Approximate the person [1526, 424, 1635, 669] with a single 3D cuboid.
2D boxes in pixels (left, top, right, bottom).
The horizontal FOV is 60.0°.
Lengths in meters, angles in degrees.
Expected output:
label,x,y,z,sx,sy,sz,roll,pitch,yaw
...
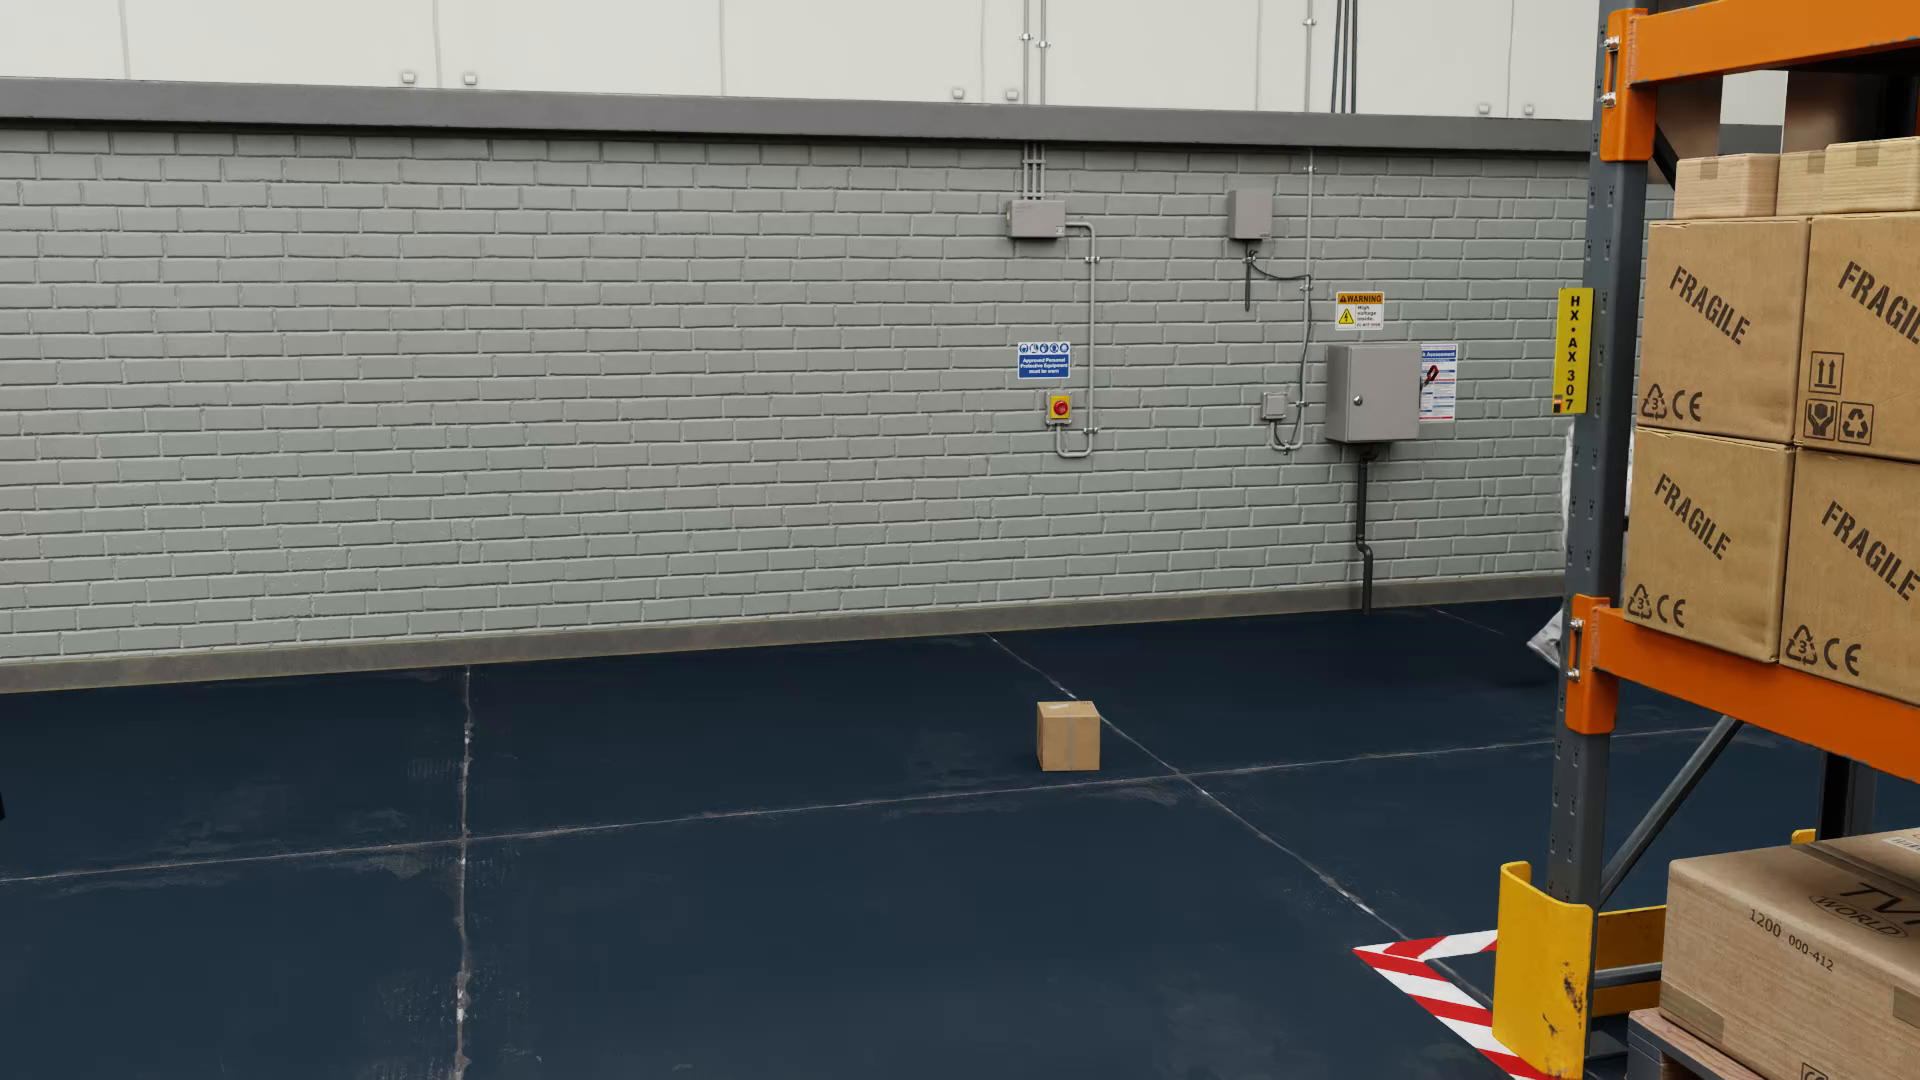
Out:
label,x,y,z,sx,sy,sz,roll,pitch,yaw
person,3.389,-0.101,8.846,0.879,1.653,0.478,-2,10,-15
